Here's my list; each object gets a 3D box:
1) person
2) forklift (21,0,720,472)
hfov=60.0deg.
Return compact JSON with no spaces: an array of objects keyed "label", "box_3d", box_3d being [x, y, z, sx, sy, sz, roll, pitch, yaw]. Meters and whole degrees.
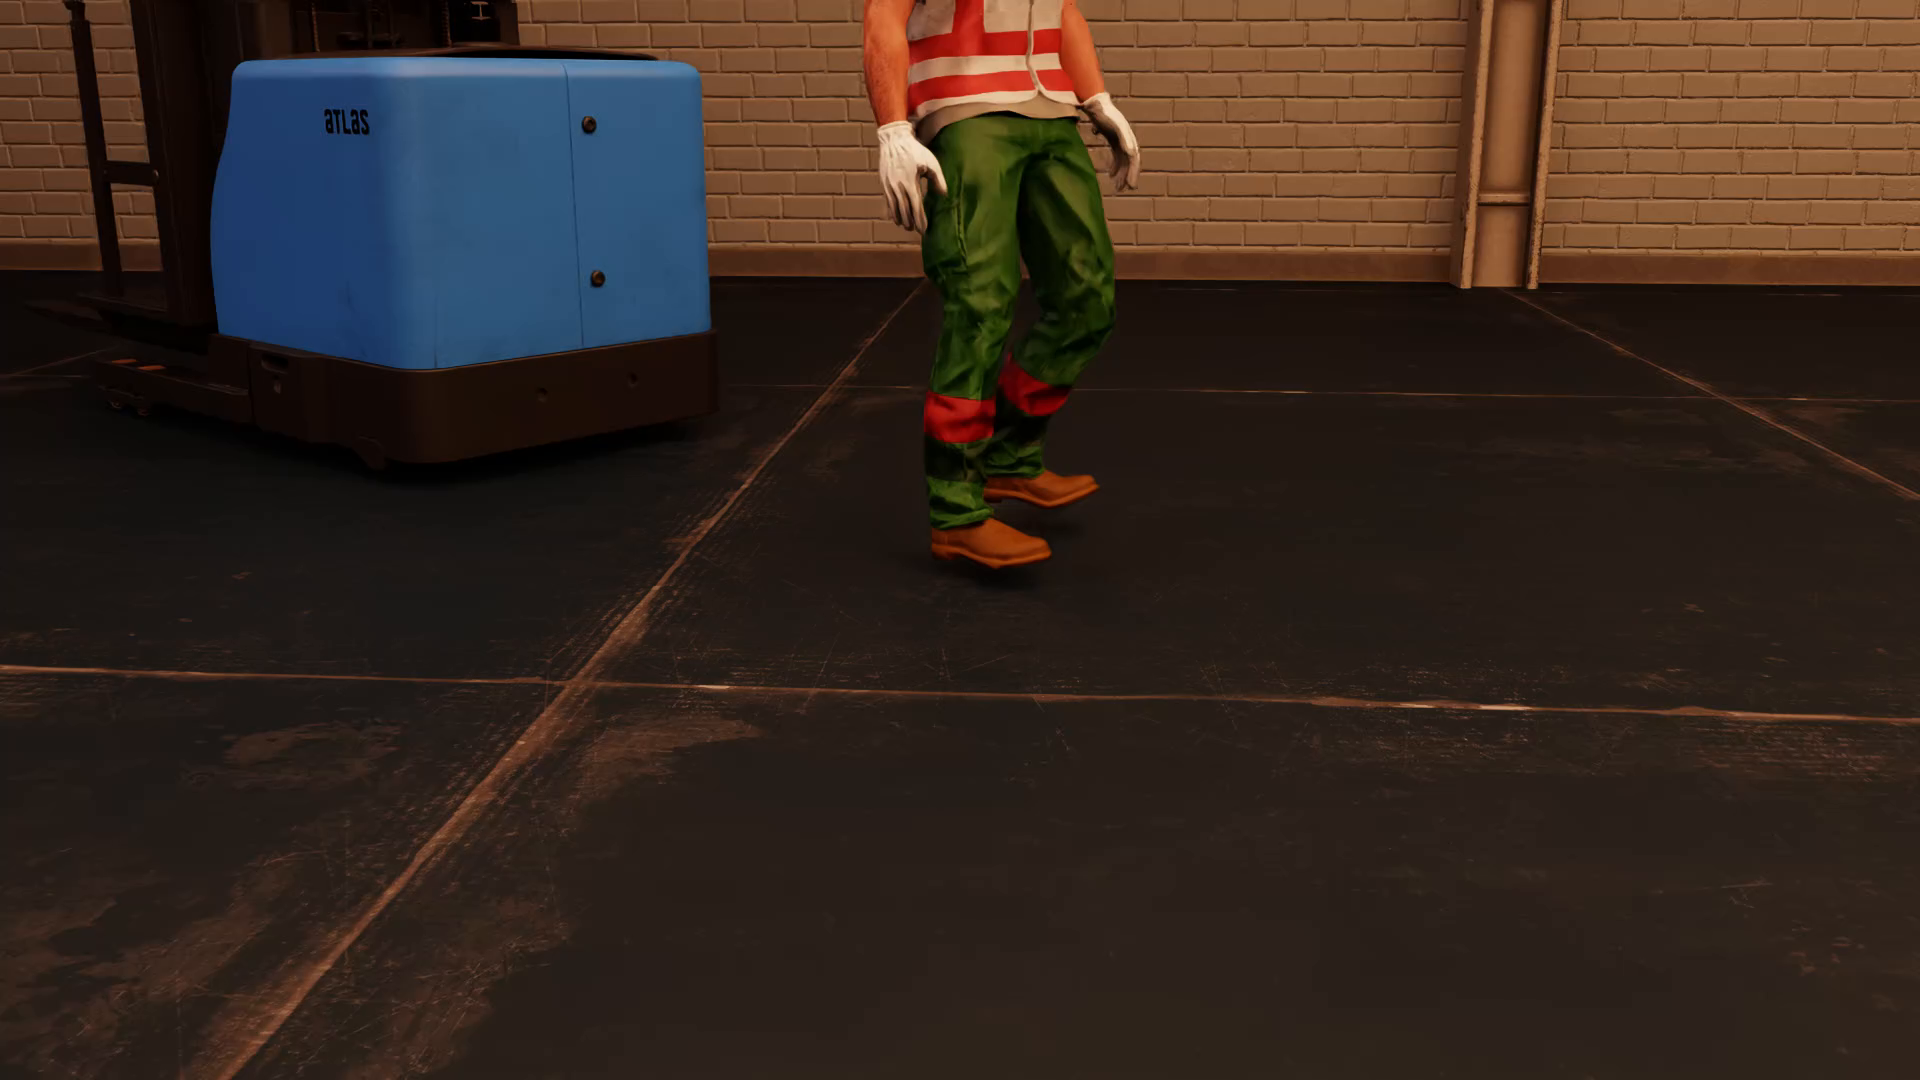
[{"label":"person","box_3d":[0.117,-0.849,3.487,0.693,1.745,0.551,-14,21,-42]},{"label":"forklift","box_3d":[-2.160,-1.893,5.191,3.031,2.935,1.130,13,20,39]}]
